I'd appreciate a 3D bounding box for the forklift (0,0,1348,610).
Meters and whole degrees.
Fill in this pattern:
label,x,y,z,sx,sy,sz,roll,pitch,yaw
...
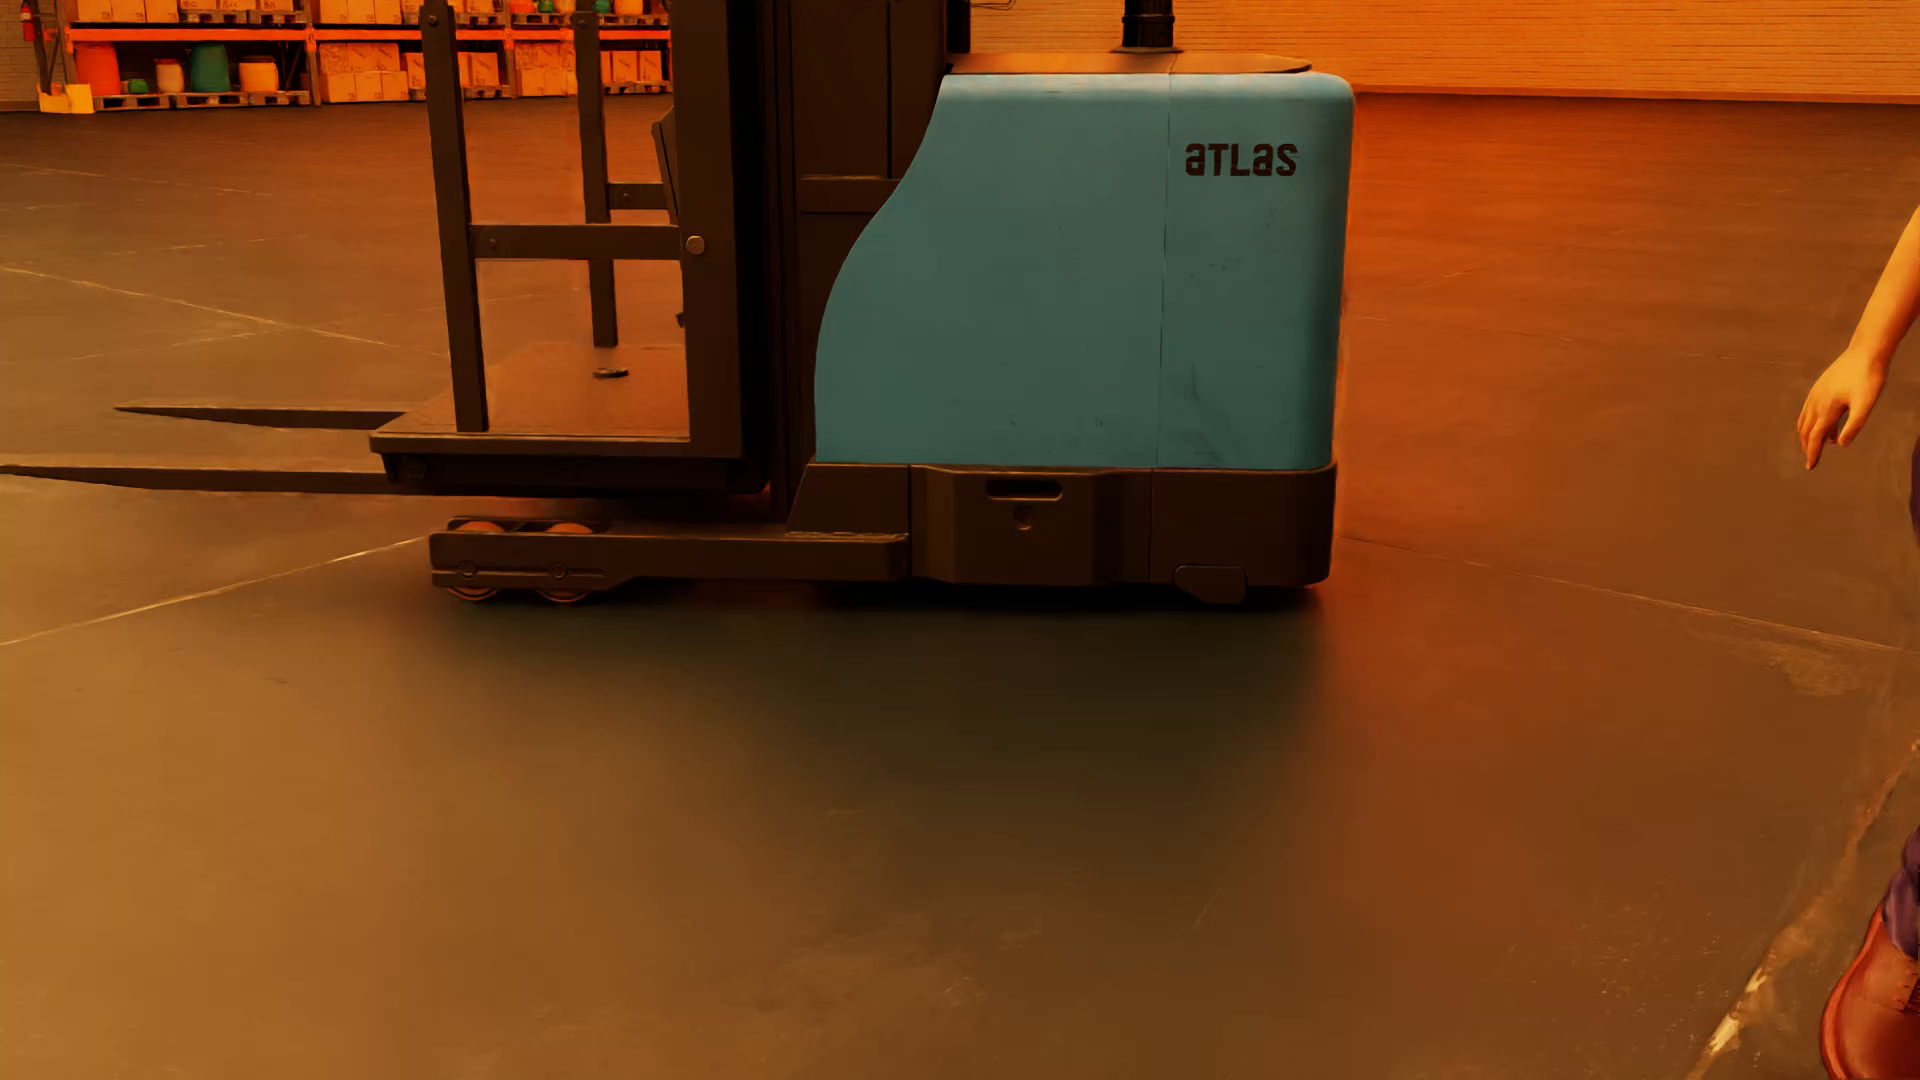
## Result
label,x,y,z,sx,sy,sz,roll,pitch,yaw
forklift,-0.704,-1.429,3.603,3.031,2.935,1.130,2,17,7

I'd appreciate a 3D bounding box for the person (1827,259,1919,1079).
label,x,y,z,sx,sy,sz,roll,pitch,yaw
person,1.315,-0.038,1.688,0.715,1.429,0.667,6,18,18
